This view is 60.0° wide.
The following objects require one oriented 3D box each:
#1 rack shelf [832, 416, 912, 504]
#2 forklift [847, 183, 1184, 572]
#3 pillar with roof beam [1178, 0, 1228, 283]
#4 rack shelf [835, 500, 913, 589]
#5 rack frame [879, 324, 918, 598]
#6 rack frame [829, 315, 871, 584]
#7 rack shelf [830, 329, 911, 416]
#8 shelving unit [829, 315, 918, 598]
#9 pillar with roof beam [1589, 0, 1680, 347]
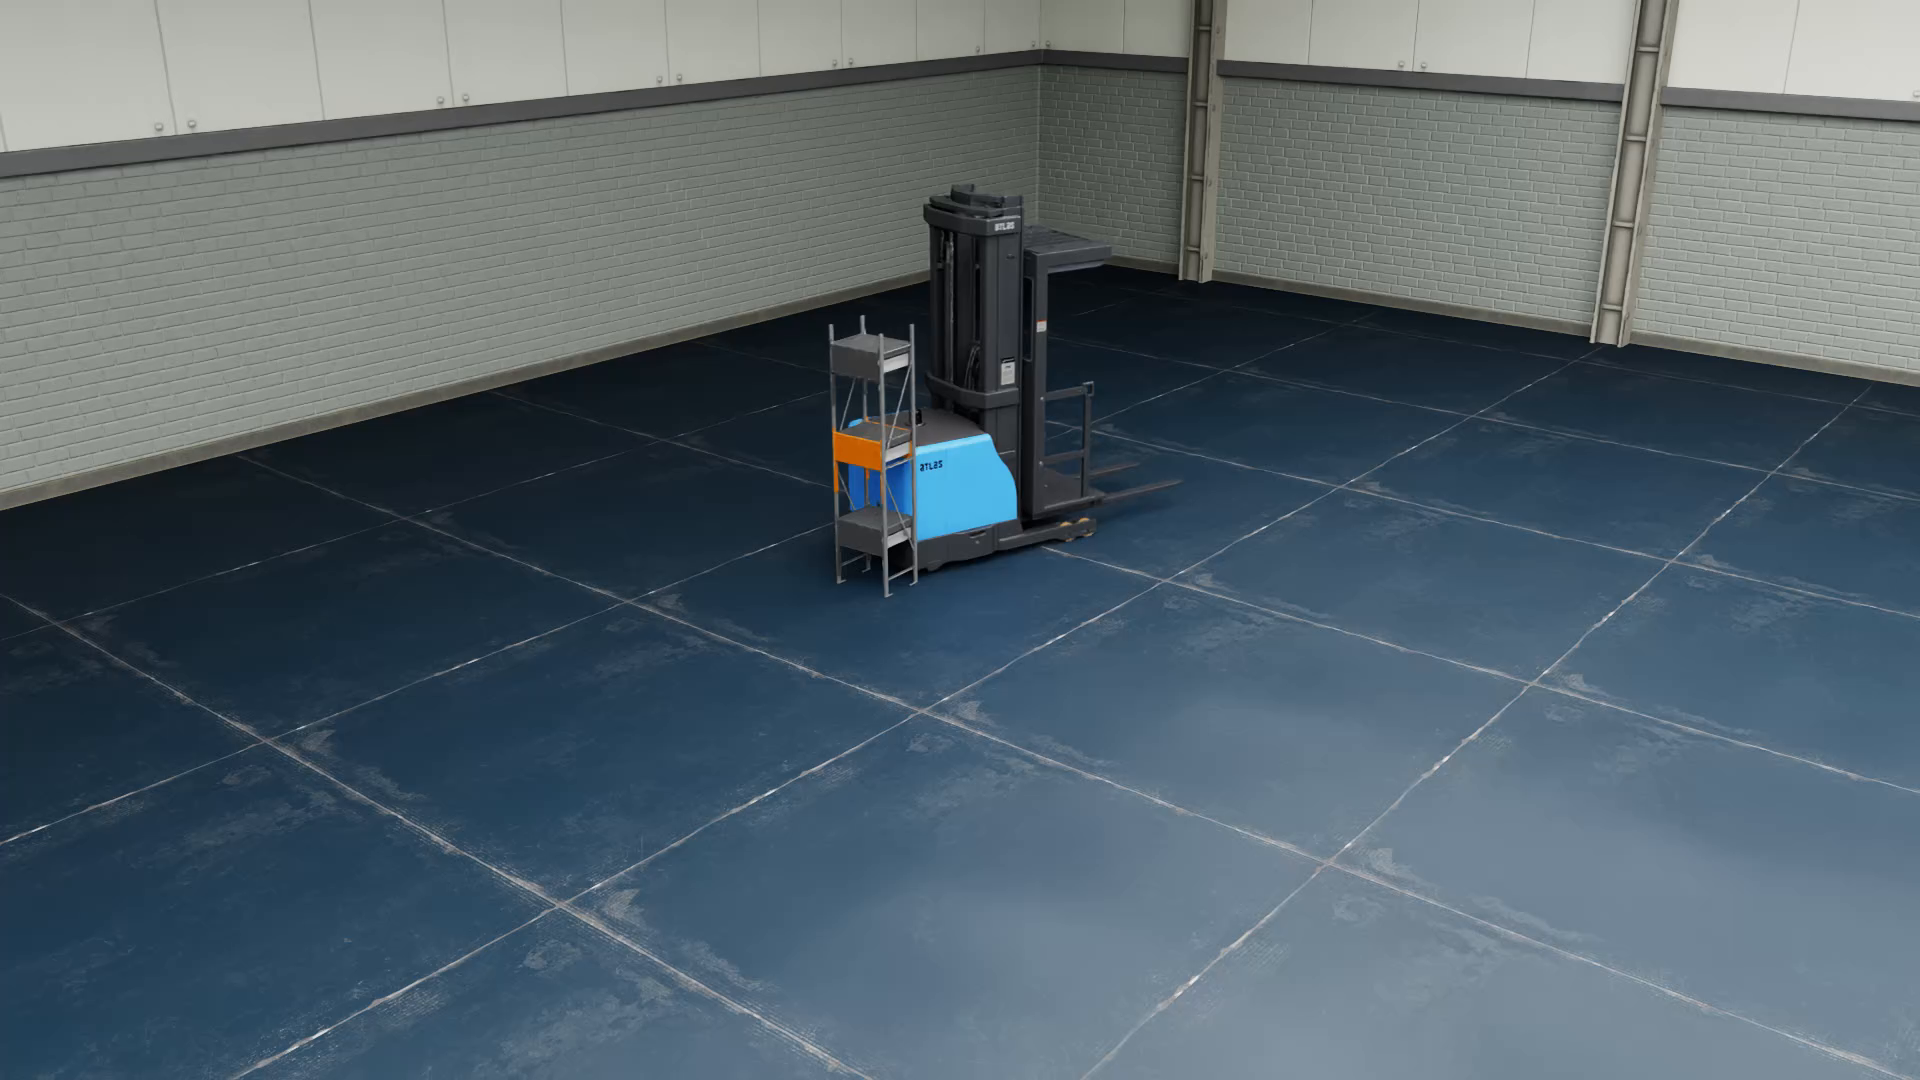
[{"bbox_3d":[-0.663,-0.624,12.883,0.480,0.518,0.431,15,25,34],"label":"rack shelf"},{"bbox_3d":[0.567,-1.497,13.985,3.031,2.935,1.130,-13,24,-31],"label":"forklift"},{"bbox_3d":[0.708,-6.828,19.521,0.400,9.000,9.100,16,26,36],"label":"pillar with roof beam"},{"bbox_3d":[-0.660,0.031,13.130,0.480,0.518,0.431,15,25,34],"label":"rack shelf"},{"bbox_3d":[-0.468,-0.586,12.741,0.015,2.100,0.400,15,25,34],"label":"rack frame"},{"bbox_3d":[-0.857,-0.688,13.016,0.015,2.100,0.400,15,25,34],"label":"rack frame"},{"bbox_3d":[-0.665,-1.279,12.636,0.480,0.518,0.431,15,25,34],"label":"rack shelf"},{"bbox_3d":[-0.663,-0.637,12.878,0.503,2.100,0.431,15,25,34],"label":"shelving unit"},{"bbox_3d":[5.356,-5.489,15.971,0.400,9.000,9.100,16,26,36],"label":"pillar with roof beam"}]
